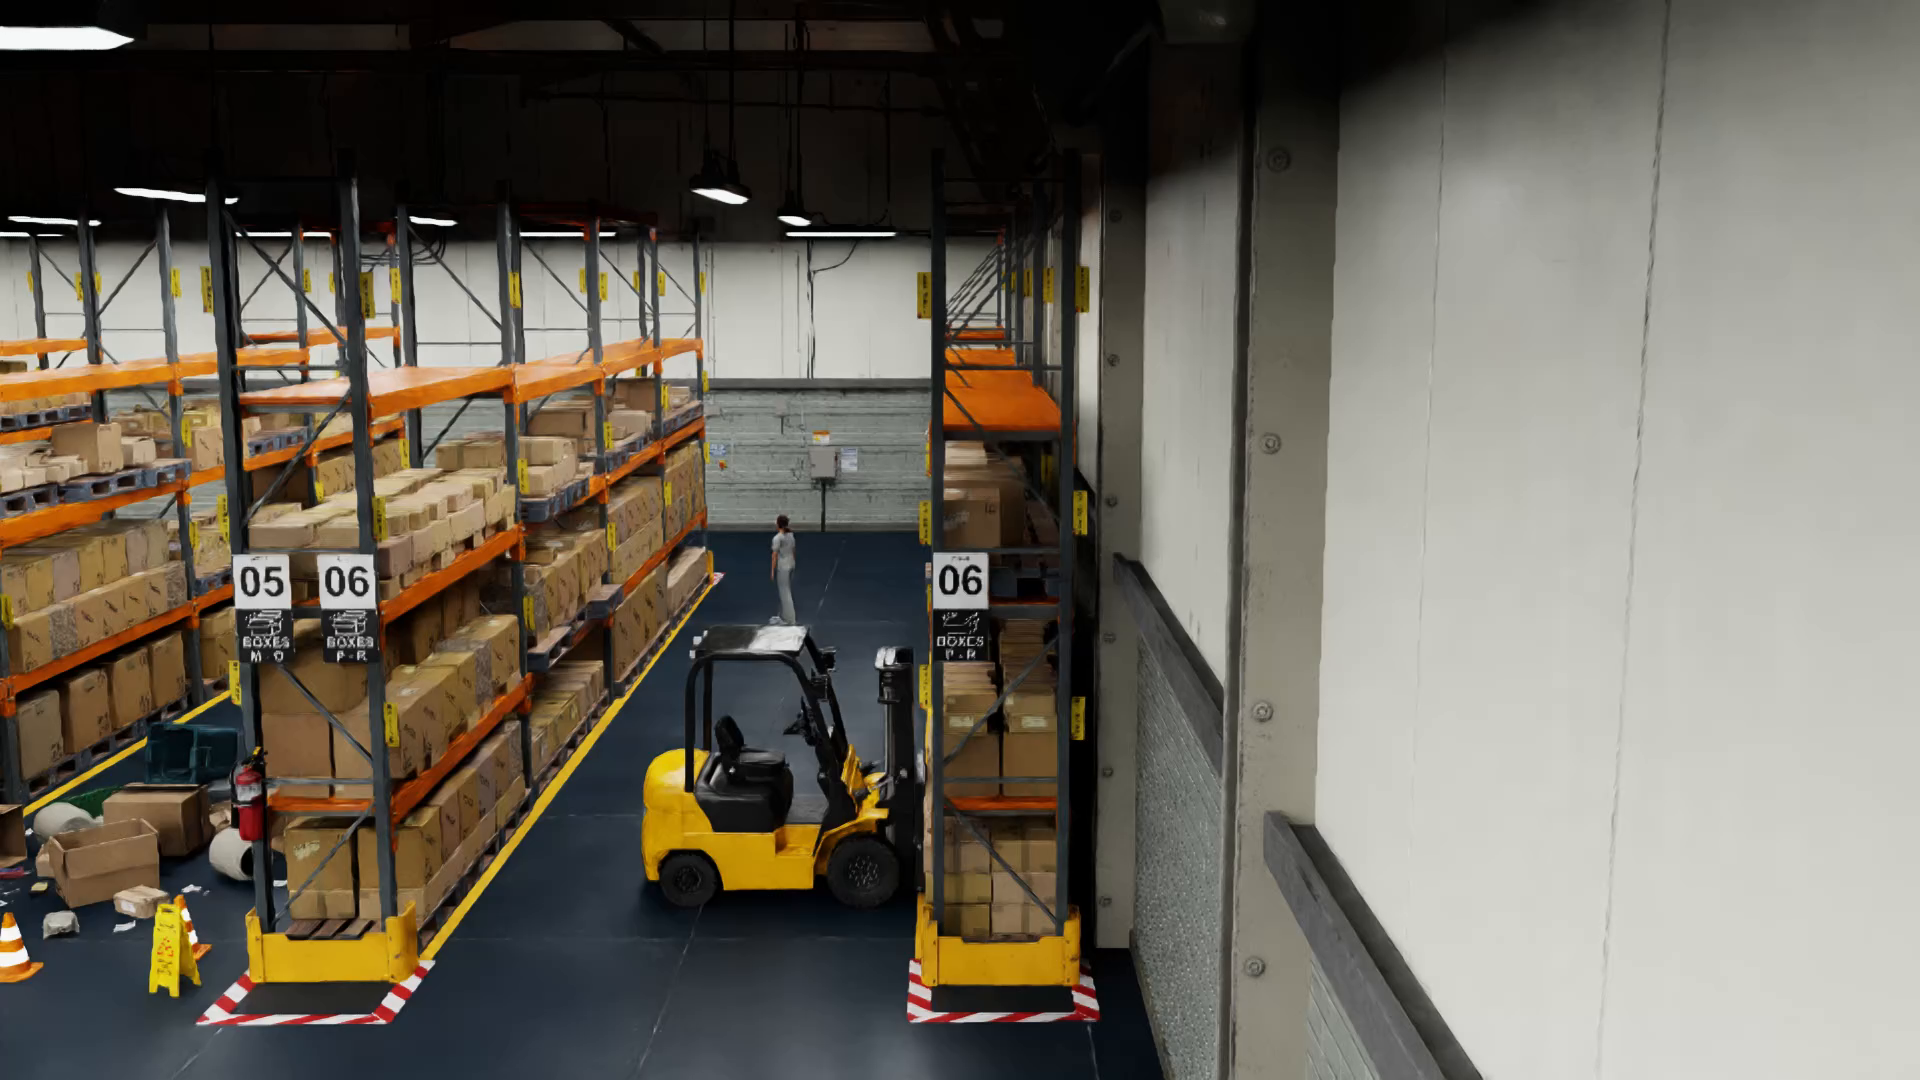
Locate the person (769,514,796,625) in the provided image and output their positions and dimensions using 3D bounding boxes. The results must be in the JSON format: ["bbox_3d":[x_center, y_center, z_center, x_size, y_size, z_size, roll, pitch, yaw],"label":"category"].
[{"bbox_3d":[-2.616,0.435,24.403,0.571,1.665,0.577,4,10,25],"label":"person"}]
